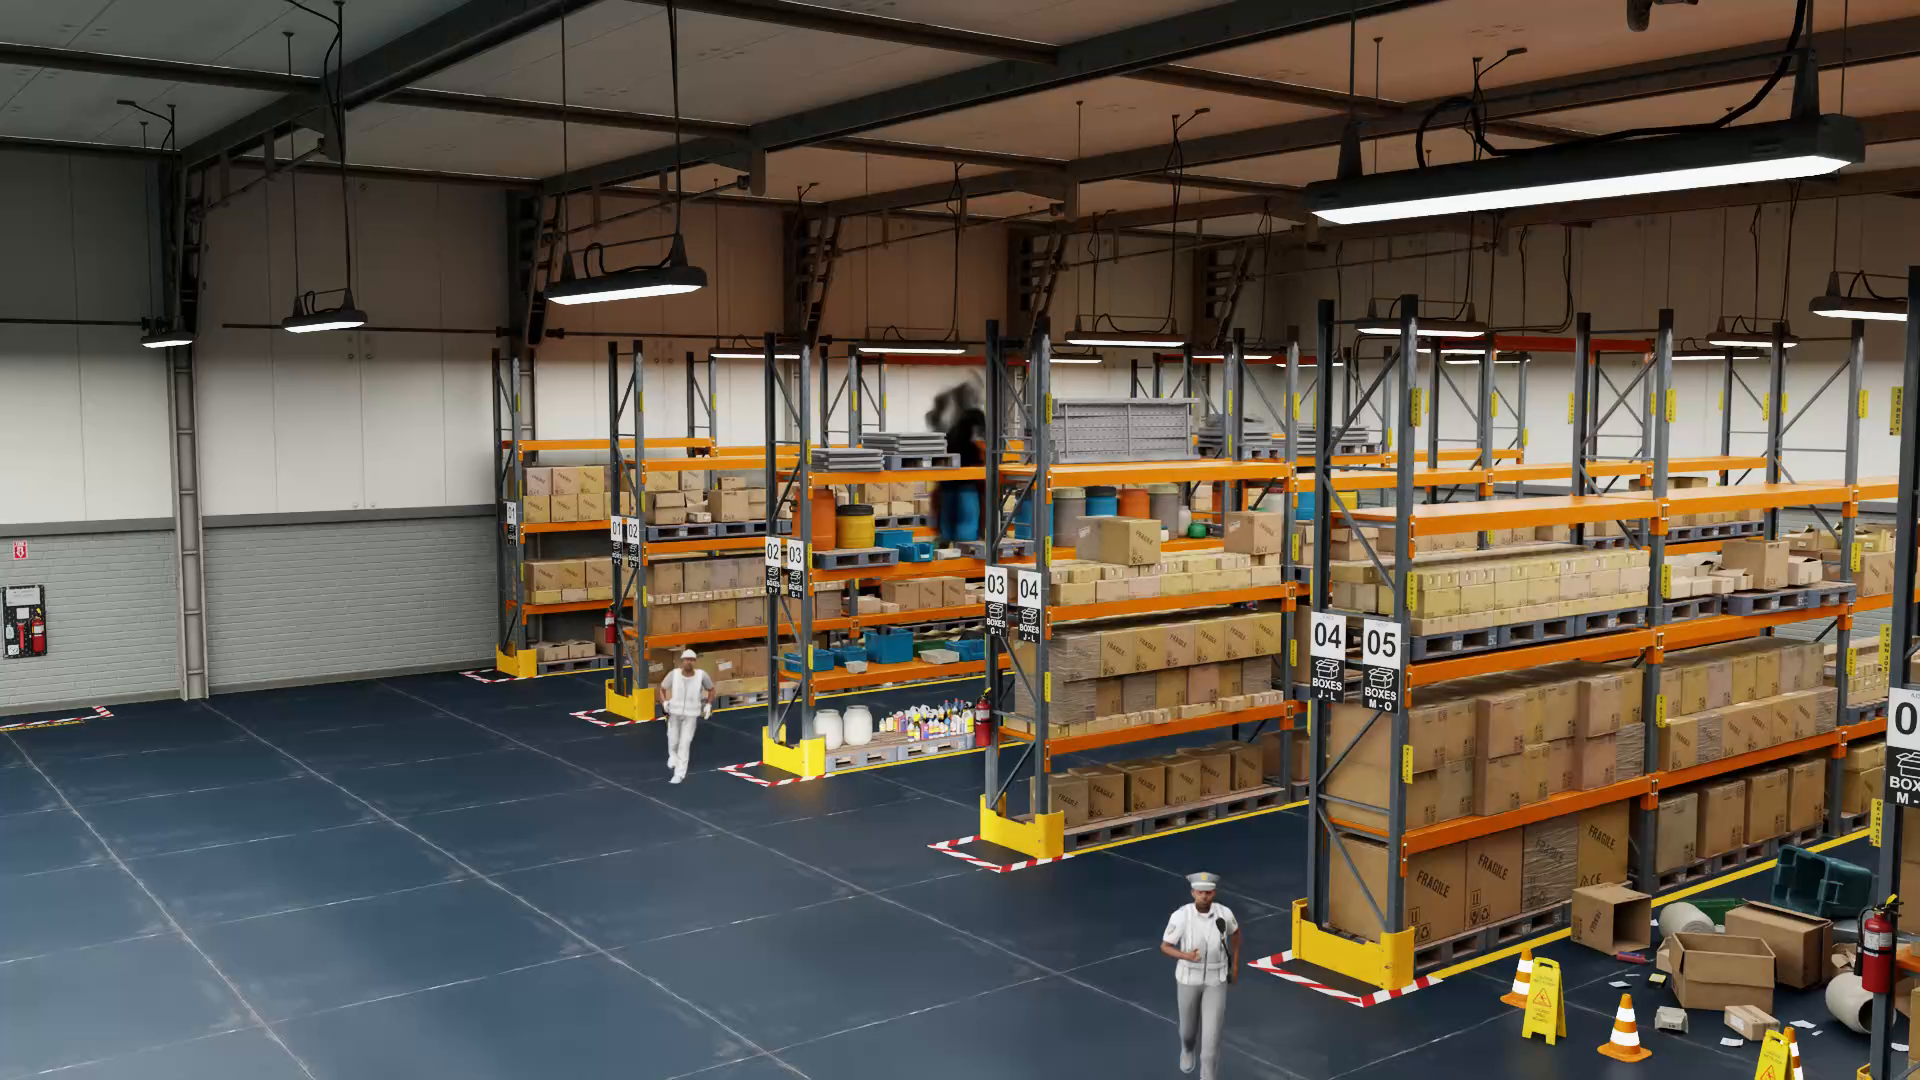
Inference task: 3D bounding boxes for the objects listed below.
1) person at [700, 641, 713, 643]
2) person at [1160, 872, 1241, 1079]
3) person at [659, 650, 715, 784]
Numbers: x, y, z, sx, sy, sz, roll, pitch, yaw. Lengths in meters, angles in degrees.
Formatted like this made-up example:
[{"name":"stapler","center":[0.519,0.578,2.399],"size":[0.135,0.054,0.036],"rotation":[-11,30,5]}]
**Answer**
[{"name":"person","center":[-4.372,1.725,29.447],"size":[0.699,1.745,0.771],"rotation":[5,7,44]},{"name":"person","center":[1.767,3.232,12.181],"size":[0.609,1.681,0.906],"rotation":[0,5,3]},{"name":"person","center":[-3.664,2.341,22.313],"size":[0.750,1.759,0.901],"rotation":[-1,5,-7]}]
